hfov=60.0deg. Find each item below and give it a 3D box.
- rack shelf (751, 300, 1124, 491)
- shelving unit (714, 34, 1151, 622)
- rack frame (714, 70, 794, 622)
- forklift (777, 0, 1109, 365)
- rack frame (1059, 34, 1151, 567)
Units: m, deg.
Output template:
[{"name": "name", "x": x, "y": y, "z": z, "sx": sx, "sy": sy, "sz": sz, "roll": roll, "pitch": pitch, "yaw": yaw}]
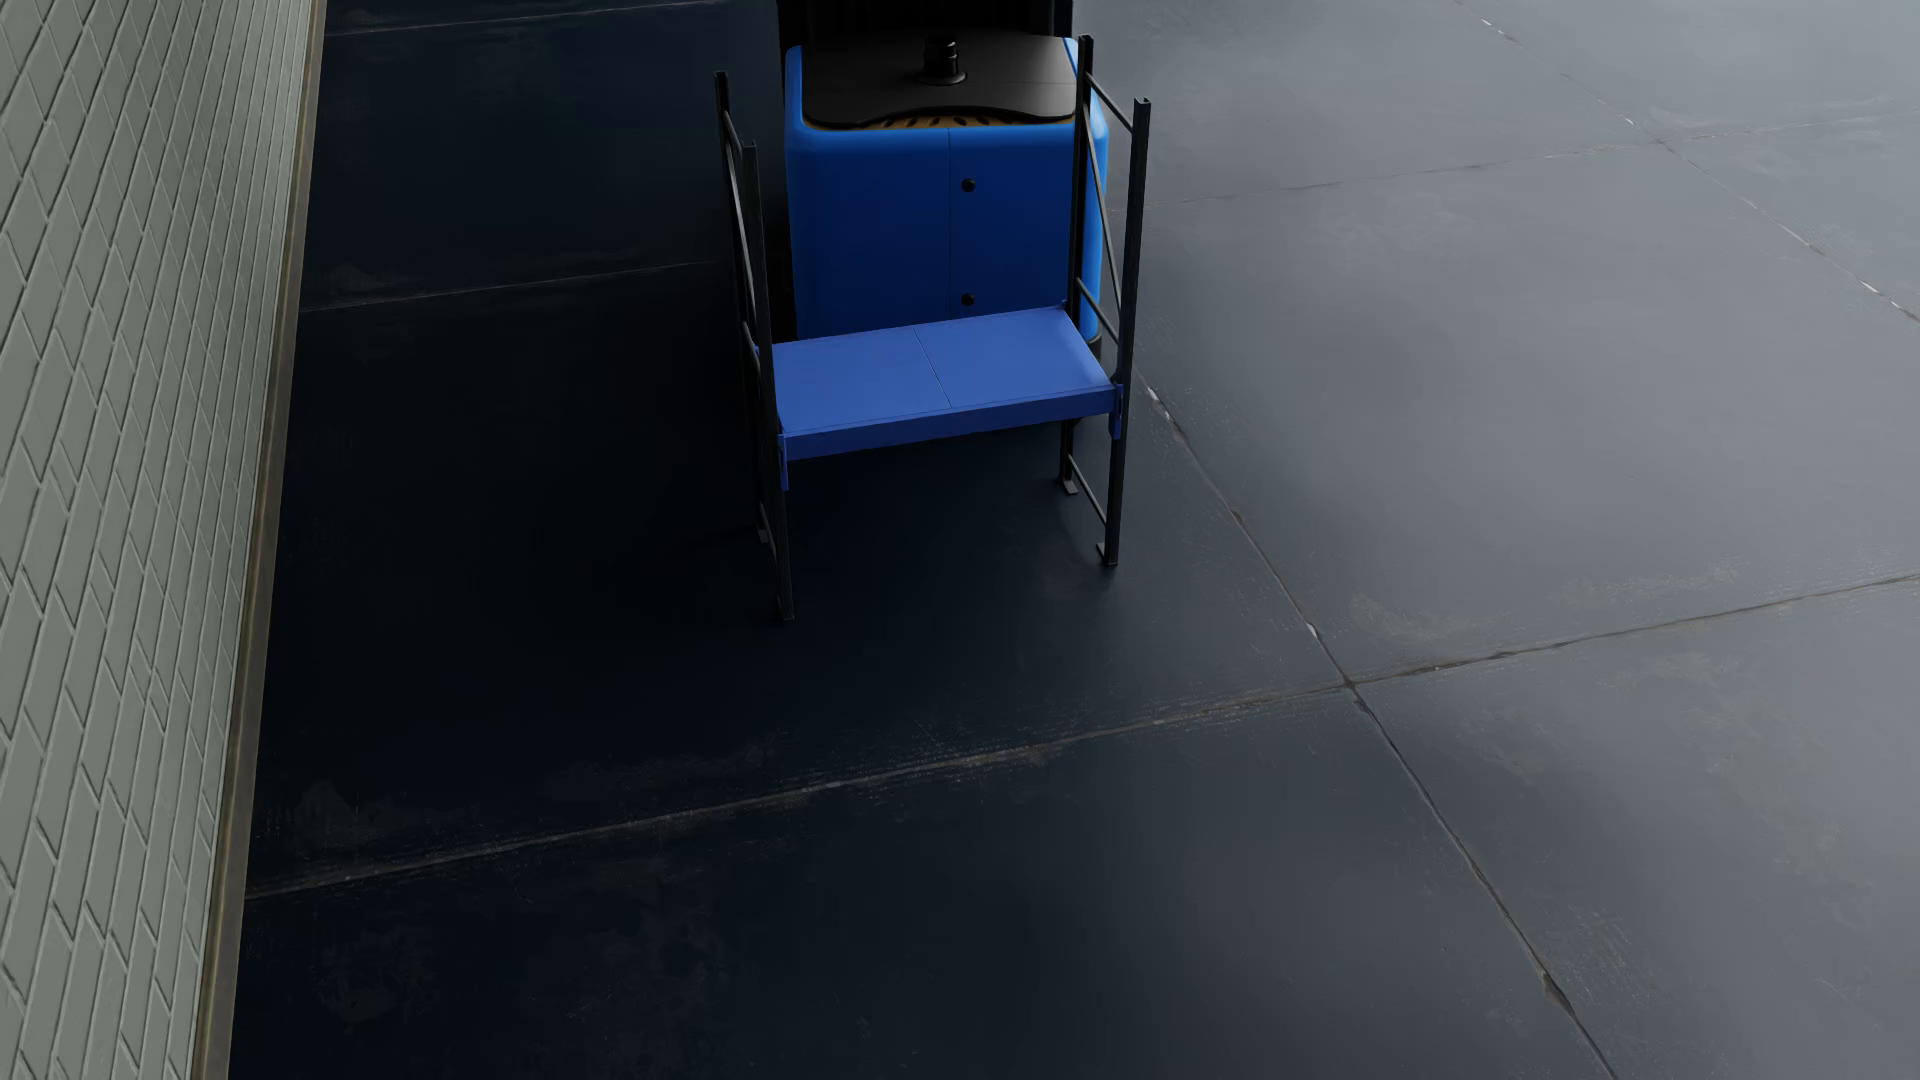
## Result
[{"name": "rack shelf", "x": -0.082, "y": -0.439, "z": 4.886, "sx": 1.000, "sy": 0.185, "sz": 0.538, "roll": -9, "pitch": 38, "yaw": -12}, {"name": "shelving unit", "x": -0.082, "y": -0.582, "z": 4.777, "sx": 1.048, "sy": 1.500, "sz": 0.538, "roll": -9, "pitch": 38, "yaw": -12}, {"name": "rack frame", "x": -0.573, "y": -0.502, "z": 4.671, "sx": 0.032, "sy": 1.500, "sz": 0.500, "roll": -9, "pitch": 38, "yaw": -12}, {"name": "forklift", "x": -0.148, "y": -2.466, "z": 6.061, "sx": 1.130, "sy": 2.935, "sz": 3.031, "roll": -3, "pitch": 37, "yaw": -4}, {"name": "rack frame", "x": 0.408, "y": -0.663, "z": 4.882, "sx": 0.032, "sy": 1.500, "sz": 0.500, "roll": -9, "pitch": 38, "yaw": -12}]
